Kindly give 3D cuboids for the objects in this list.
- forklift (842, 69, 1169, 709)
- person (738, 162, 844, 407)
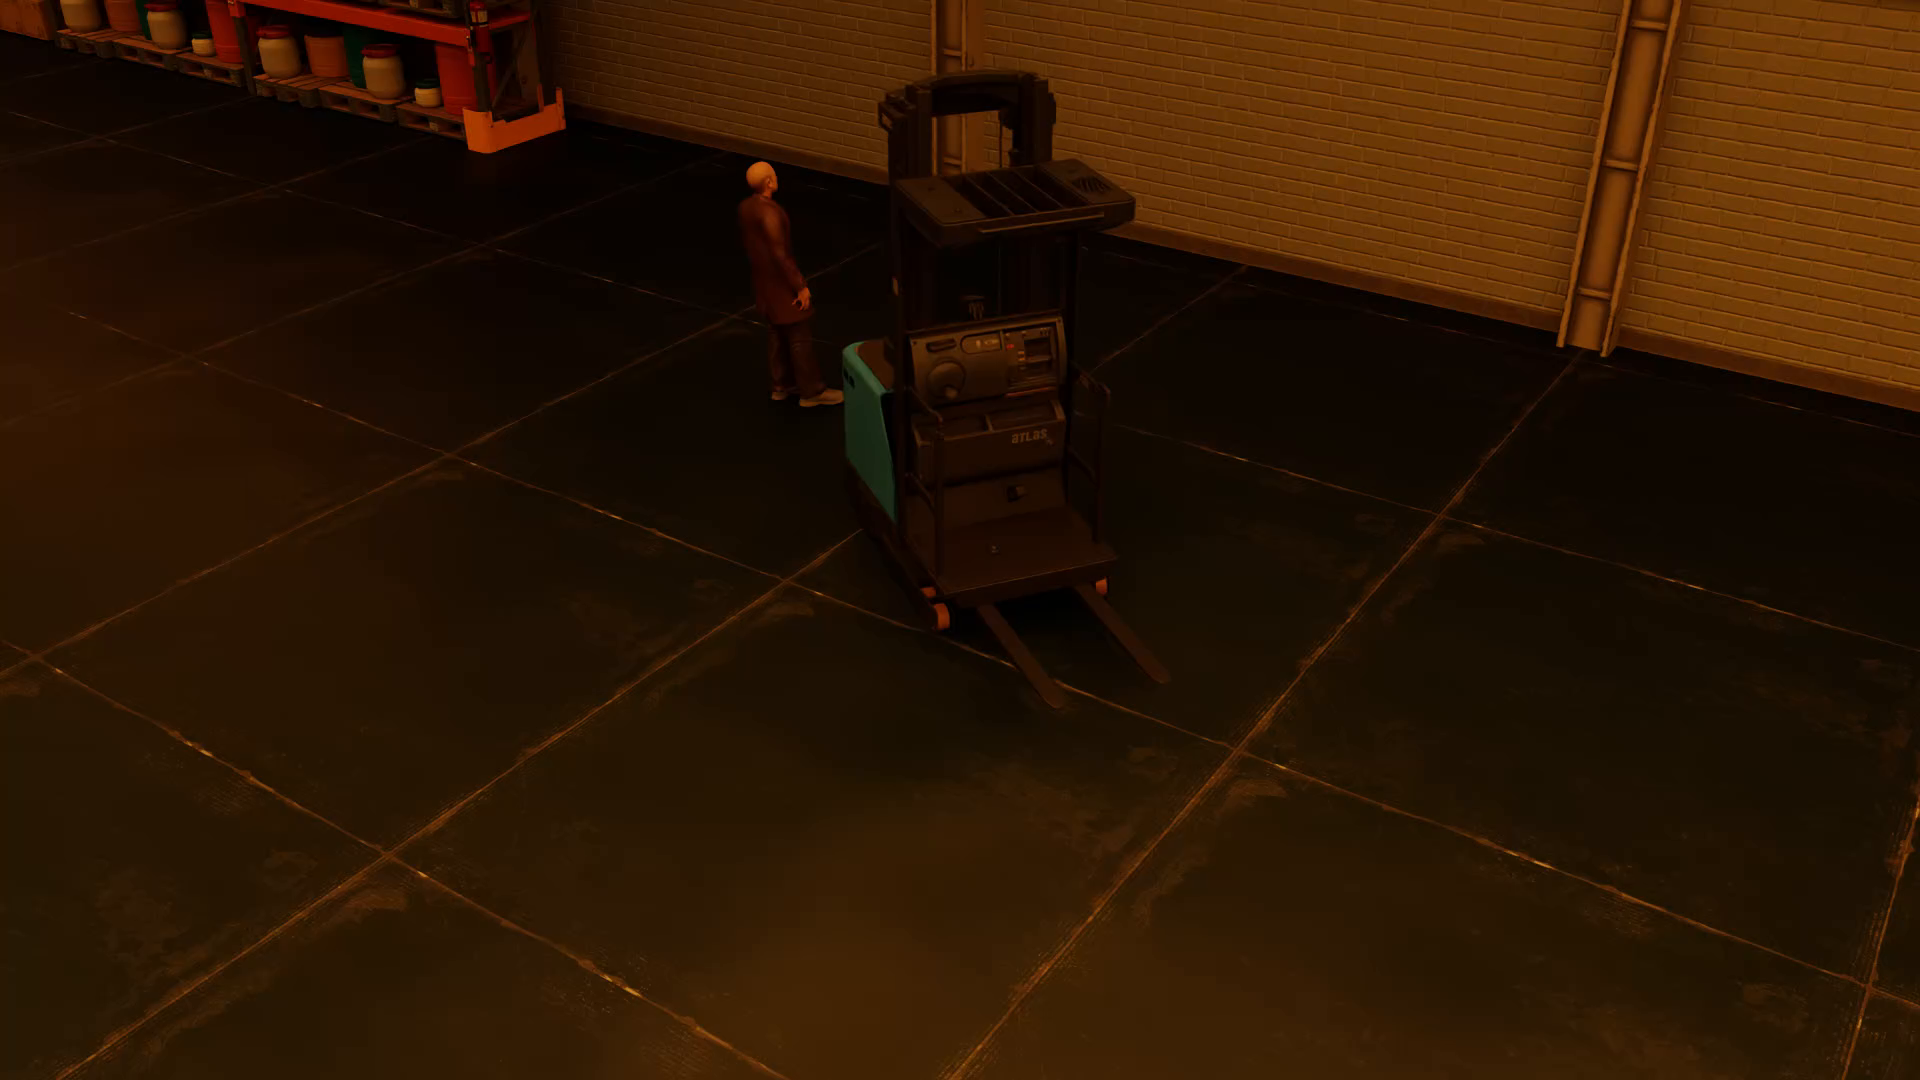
[{"bbox_3d":[0.246,-0.978,9.266,1.130,2.935,3.031,-11,32,-18],"label":"forklift"},{"bbox_3d":[-1.216,-1.847,11.896,0.584,1.776,0.695,-17,34,-27],"label":"person"}]
